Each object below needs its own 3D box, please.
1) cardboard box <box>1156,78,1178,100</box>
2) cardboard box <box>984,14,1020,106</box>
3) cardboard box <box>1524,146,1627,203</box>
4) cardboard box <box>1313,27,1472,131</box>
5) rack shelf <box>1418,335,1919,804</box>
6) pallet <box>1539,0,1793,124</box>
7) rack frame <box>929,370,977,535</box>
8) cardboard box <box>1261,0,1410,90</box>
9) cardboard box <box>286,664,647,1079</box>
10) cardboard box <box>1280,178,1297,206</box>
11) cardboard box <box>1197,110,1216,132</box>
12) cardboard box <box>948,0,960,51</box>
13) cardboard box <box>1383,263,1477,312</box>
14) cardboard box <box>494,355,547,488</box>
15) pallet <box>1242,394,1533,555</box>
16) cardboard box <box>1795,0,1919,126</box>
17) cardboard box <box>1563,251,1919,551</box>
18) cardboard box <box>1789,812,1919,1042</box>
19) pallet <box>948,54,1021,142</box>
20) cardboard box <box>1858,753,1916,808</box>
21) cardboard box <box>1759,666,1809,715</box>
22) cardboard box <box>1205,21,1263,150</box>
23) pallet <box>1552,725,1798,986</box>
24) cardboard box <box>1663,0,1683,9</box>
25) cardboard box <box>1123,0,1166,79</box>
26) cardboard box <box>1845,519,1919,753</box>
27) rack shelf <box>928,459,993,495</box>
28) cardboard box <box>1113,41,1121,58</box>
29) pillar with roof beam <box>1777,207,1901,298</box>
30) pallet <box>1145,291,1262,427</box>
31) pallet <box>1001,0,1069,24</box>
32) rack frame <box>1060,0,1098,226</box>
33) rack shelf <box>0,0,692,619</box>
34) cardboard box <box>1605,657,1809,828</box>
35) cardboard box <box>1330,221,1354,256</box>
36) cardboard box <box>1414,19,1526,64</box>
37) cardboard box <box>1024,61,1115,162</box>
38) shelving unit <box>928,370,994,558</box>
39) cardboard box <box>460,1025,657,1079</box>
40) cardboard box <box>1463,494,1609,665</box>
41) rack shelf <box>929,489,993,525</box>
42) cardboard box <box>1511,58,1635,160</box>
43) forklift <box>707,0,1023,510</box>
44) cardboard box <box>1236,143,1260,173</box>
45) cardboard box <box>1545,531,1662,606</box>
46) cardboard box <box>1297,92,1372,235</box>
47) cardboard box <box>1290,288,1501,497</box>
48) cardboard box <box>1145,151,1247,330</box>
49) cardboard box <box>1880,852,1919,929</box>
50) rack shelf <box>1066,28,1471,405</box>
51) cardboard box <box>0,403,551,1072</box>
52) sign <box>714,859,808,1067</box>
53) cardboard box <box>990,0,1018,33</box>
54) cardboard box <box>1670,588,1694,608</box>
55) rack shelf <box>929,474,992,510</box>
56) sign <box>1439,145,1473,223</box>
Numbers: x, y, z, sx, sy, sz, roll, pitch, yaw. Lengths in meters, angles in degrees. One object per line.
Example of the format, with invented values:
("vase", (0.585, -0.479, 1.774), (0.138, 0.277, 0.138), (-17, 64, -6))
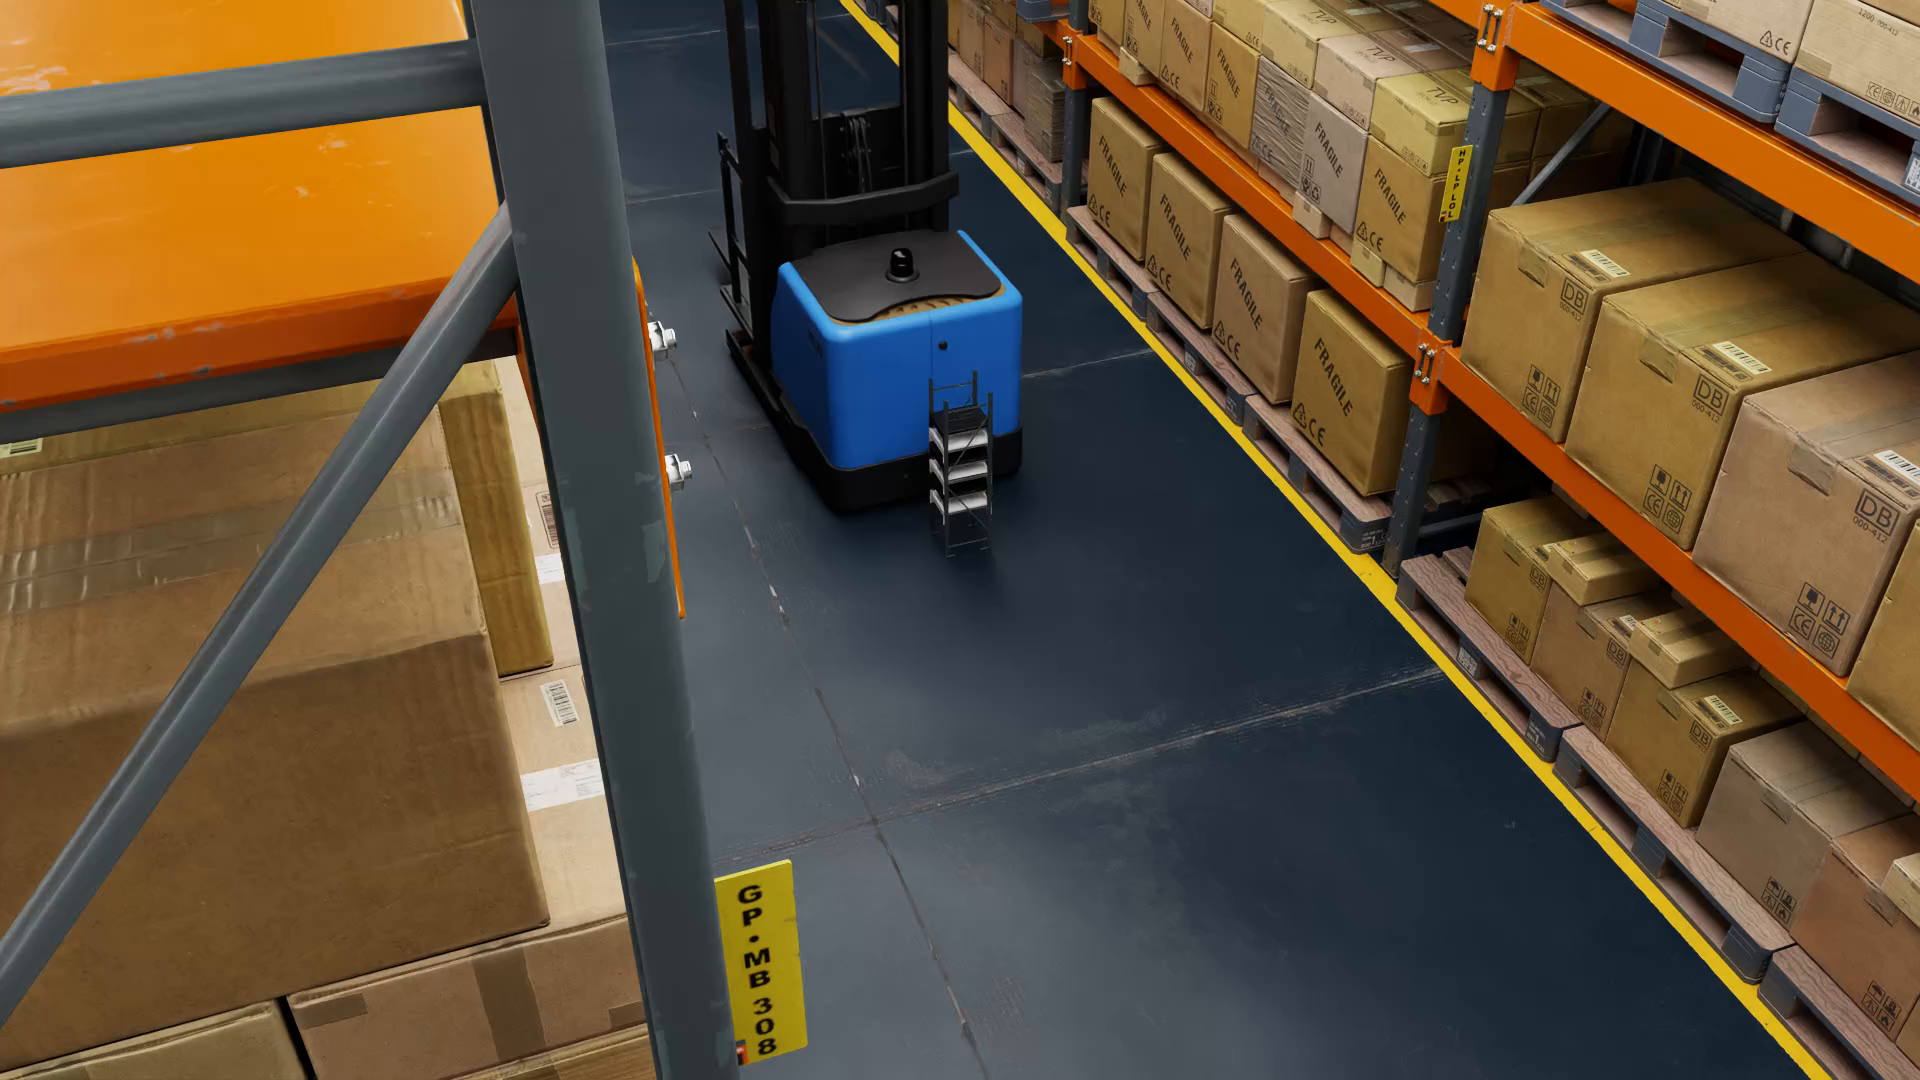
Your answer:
("cardboard box", (1.345, -2.645, 9.460), (0.380, 0.149, 0.250), (-13, 39, -16))
("cardboard box", (0.594, -3.563, 12.199), (0.700, 0.500, 0.500), (-13, 39, -16))
("cardboard box", (2.612, -1.619, 7.559), (0.500, 0.500, 0.500), (-14, 39, -17))
("cardboard box", (1.966, -2.108, 7.585), (0.500, 0.250, 0.500), (-12, 39, -15))
("rack shelf", (3.222, 0.277, 5.987), (1.077, 0.370, 4.000), (-12, 39, -16))
("pallet", (2.805, -1.838, 5.778), (1.003, 0.211, 1.213), (-12, 39, -16))
("rack frame", (-0.032, -0.412, 8.049), (0.240, 0.900, 0.006), (-12, 39, -16))
("cardboard box", (1.790, -2.396, 7.968), (0.500, 0.250, 0.500), (-12, 39, -15))
("cardboard box", (-0.672, 0.466, 2.355), (0.500, 0.250, 0.500), (-12, 39, -16))
("cardboard box", (1.827, -1.762, 8.288), (0.380, 0.149, 0.250), (-12, 39, -16))
("cardboard box", (1.522, -2.352, 9.072), (0.380, 0.149, 0.250), (-12, 39, -15))
("cardboard box", (0.274, -4.143, 12.968), (0.700, 0.500, 0.500), (-13, 39, -17))
("cardboard box", (2.151, -1.180, 7.515), (0.380, 0.149, 0.250), (-12, 39, -16))
("cardboard box", (-1.016, -0.100, 3.105), (0.500, 0.250, 0.500), (-12, 39, -16))
("pallet", (2.197, -0.446, 8.667), (1.003, 0.211, 1.213), (-12, 39, -16))
("cardboard box", (2.869, -1.462, 4.897), (0.500, 0.250, 0.500), (-13, 39, -17))
("cardboard box", (2.951, -0.536, 6.220), (0.980, 0.700, 0.700), (-13, 39, -17))
("cardboard box", (3.403, 1.293, 5.769), (0.700, 0.500, 0.500), (-13, 39, -16))
("pallet", (0.473, -3.415, 12.609), (1.003, 0.211, 1.213), (-12, 39, -16))
("cardboard box", (3.457, 0.775, 5.918), (0.380, 0.149, 0.250), (-12, 39, -15))
("cardboard box", (3.281, 0.487, 6.300), (0.380, 0.149, 0.250), (-13, 39, -17))
("cardboard box", (1.611, -2.368, 8.554), (0.500, 0.500, 0.500), (-11, 38, -15))
("pallet", (3.145, 1.110, 6.601), (1.003, 0.211, 1.213), (-12, 39, -16))
("cardboard box", (2.524, -2.041, 5.666), (0.500, 0.250, 0.500), (-13, 39, -16))
("cardboard box", (1.255, -2.941, 9.314), (0.500, 0.500, 0.500), (-11, 38, -14))
("cardboard box", (3.464, 0.305, 5.102), (0.980, 0.700, 0.700), (-13, 39, -16))
("rack shelf", (0.003, -0.328, 7.993), (0.258, 0.077, 0.200), (-12, 39, -16))
("cardboard box", (1.131, -2.929, 9.838), (0.380, 0.149, 0.250), (-12, 39, -15))
("pillar with roof beam", (-0.456, -2.428, 3.995), (9.100, 9.000, 0.400), (-12, 39, -16))
("pallet", (1.773, -1.137, 9.584), (1.003, 0.211, 1.213), (-12, 39, -16))
("pallet", (0.812, -3.703, 10.833), (1.213, 0.211, 1.003), (-12, 39, -16))
("rack frame", (1.157, -3.399, 10.270), (1.000, 3.000, 0.127), (-12, 39, -16))
("rack shelf", (-1.428, -1.090, 2.818), (1.077, 0.370, 4.000), (-12, 39, -16))
("cardboard box", (3.039, 0.709, 6.544), (0.700, 0.500, 0.500), (-12, 39, -15))
("cardboard box", (1.995, -1.473, 7.905), (0.380, 0.149, 0.250), (-11, 38, -15))
("cardboard box", (2.433, -2.214, 7.726), (0.500, 0.250, 0.500), (-12, 39, -15))
("cardboard box", (0.860, -2.973, 11.415), (0.700, 0.500, 0.500), (-12, 39, -15))
("shelving unit", (0.003, -0.355, 7.973), (0.258, 0.900, 0.210), (-12, 39, -16))
("cardboard box", (-0.678, 0.666, 2.504), (0.500, 0.250, 0.500), (-12, 39, -16))
("cardboard box", (2.694, 0.135, 7.307), (0.700, 0.500, 0.500), (-12, 39, -15))
("rack shelf", (0.003, -0.184, 8.102), (0.258, 0.077, 0.200), (-12, 39, -16))
("cardboard box", (2.620, -1.920, 7.336), (0.500, 0.250, 0.500), (-11, 38, -15))
("forklift", (-0.707, -2.208, 8.745), (1.130, 2.935, 3.031), (-14, 39, -18))
("cardboard box", (1.675, -2.059, 8.683), (0.380, 0.149, 0.250), (-11, 38, -15))
("cardboard box", (2.641, 0.107, 6.805), (0.380, 0.149, 0.250), (-11, 38, -14))
("cardboard box", (1.953, -1.801, 7.801), (0.500, 0.500, 0.500), (-12, 39, -16))
("cardboard box", (2.188, -0.789, 8.242), (0.750, 0.750, 0.750), (-12, 39, -15))
("cardboard box", (1.582, -1.770, 9.544), (0.750, 0.750, 0.750), (-13, 39, -16))
("cardboard box", (3.271, 1.138, 5.436), (0.380, 0.149, 0.250), (-11, 38, -15))
("rack shelf", (1.845, -1.982, 8.987), (1.077, 0.370, 4.000), (-12, 39, -16))
("cardboard box", (-0.932, 0.223, 2.053), (0.700, 0.500, 0.500), (-12, 39, -16))
("sign", (-0.231, 0.488, 1.890), (0.100, 0.325, 0.005), (-12, 39, -16))
("cardboard box", (0.541, -3.897, 12.019), (0.500, 0.250, 0.500), (-13, 39, -16))
("cardboard box", (3.105, 0.198, 6.683), (0.380, 0.149, 0.250), (-14, 39, -17))
("rack shelf", (0.003, -0.256, 8.047), (0.258, 0.077, 0.200), (-12, 39, -16))
("sign", (2.027, -1.453, 6.789), (0.100, 0.325, 0.005), (-12, 39, -16))
